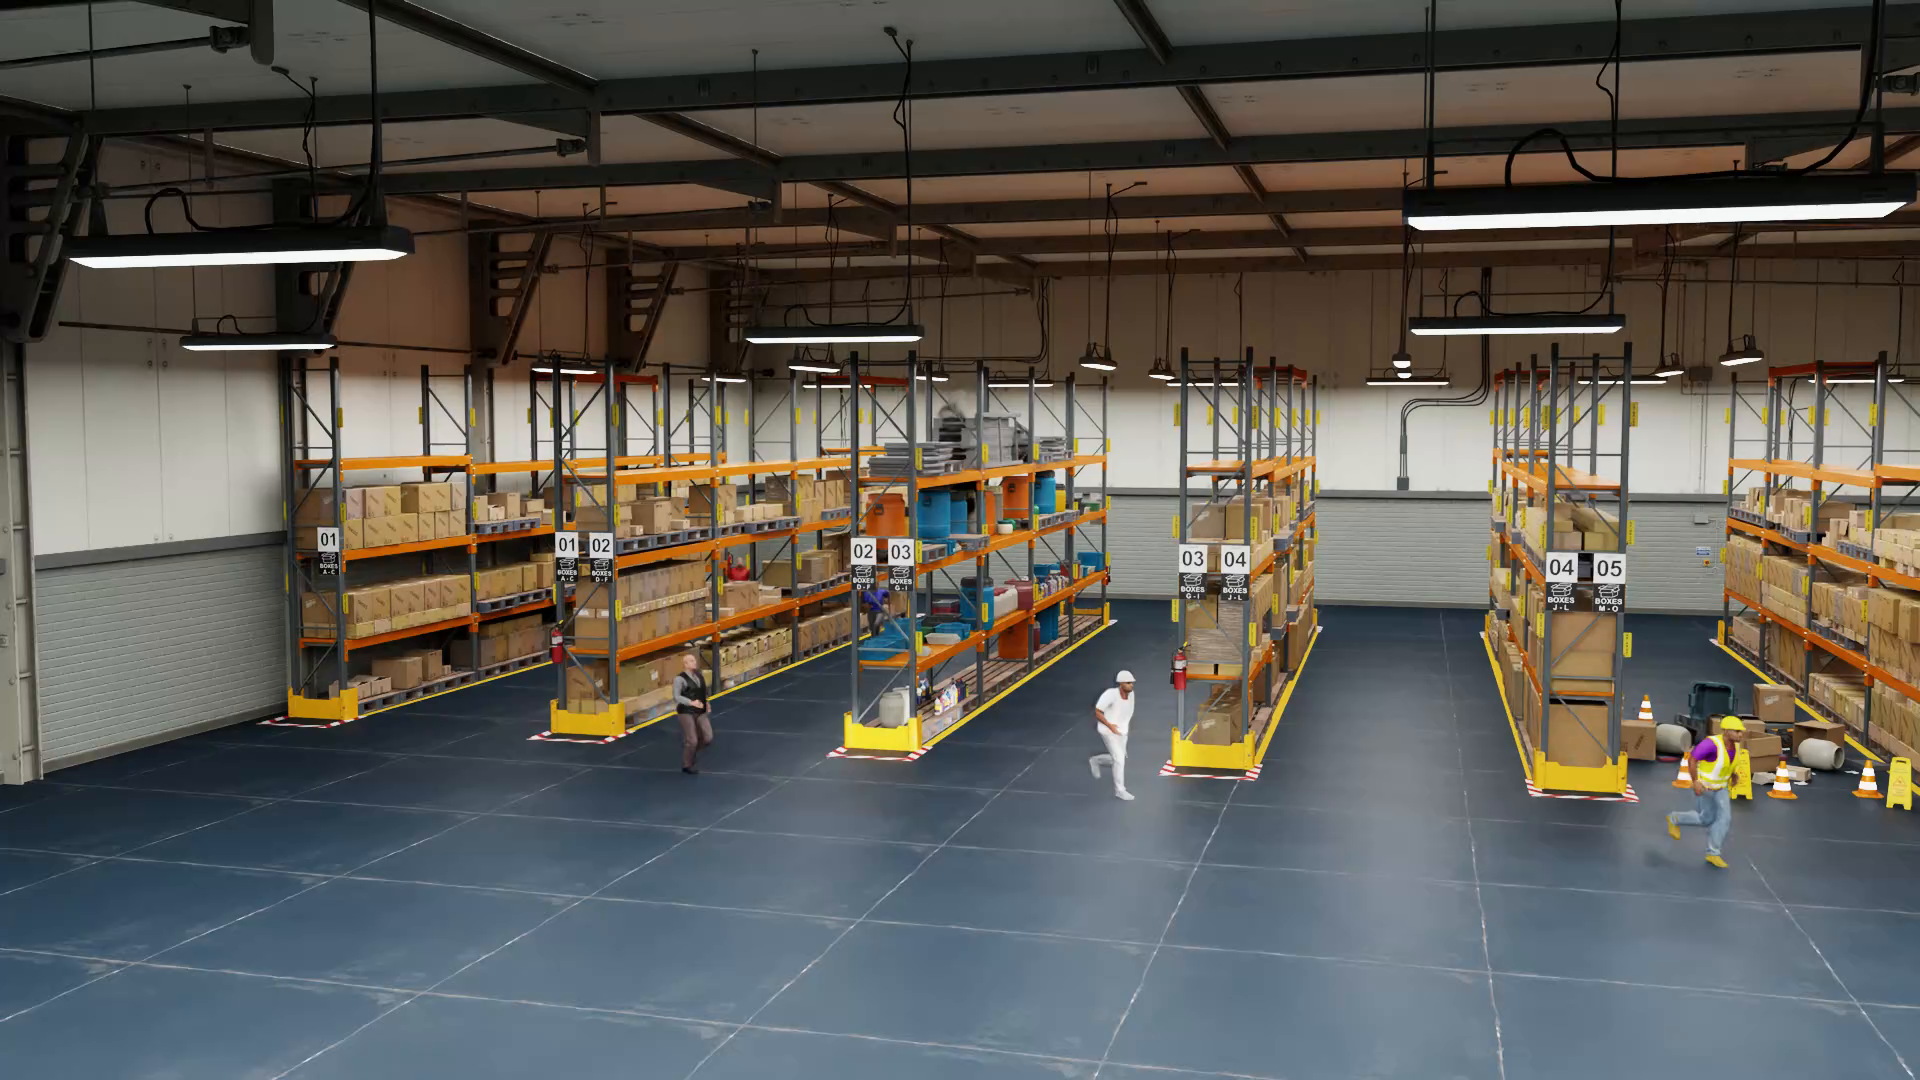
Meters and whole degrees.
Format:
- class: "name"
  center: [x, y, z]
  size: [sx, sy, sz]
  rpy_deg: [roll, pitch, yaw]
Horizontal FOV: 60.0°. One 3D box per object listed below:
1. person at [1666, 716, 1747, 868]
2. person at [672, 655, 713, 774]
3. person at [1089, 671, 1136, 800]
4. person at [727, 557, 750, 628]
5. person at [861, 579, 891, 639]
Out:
- class: "person"
  center: [8.456, 2.798, 18.832]
  size: [0.701, 1.708, 0.942]
  rpy_deg: [-3, 5, -32]
- class: "person"
  center: [-3.731, 2.449, 23.379]
  size: [0.569, 1.680, 0.652]
  rpy_deg: [3, 5, 39]
- class: "person"
  center: [1.989, 2.549, 22.008]
  size: [0.672, 1.708, 0.873]
  rpy_deg: [-3, 5, -36]
- class: "person"
  center: [-5.255, 1.244, 39.763]
  size: [0.664, 1.675, 0.644]
  rpy_deg: [0, 4, 2]
- class: "person"
  center: [-1.757, 1.598, 34.769]
  size: [0.600, 1.615, 0.918]
  rpy_deg: [0, 4, 4]
